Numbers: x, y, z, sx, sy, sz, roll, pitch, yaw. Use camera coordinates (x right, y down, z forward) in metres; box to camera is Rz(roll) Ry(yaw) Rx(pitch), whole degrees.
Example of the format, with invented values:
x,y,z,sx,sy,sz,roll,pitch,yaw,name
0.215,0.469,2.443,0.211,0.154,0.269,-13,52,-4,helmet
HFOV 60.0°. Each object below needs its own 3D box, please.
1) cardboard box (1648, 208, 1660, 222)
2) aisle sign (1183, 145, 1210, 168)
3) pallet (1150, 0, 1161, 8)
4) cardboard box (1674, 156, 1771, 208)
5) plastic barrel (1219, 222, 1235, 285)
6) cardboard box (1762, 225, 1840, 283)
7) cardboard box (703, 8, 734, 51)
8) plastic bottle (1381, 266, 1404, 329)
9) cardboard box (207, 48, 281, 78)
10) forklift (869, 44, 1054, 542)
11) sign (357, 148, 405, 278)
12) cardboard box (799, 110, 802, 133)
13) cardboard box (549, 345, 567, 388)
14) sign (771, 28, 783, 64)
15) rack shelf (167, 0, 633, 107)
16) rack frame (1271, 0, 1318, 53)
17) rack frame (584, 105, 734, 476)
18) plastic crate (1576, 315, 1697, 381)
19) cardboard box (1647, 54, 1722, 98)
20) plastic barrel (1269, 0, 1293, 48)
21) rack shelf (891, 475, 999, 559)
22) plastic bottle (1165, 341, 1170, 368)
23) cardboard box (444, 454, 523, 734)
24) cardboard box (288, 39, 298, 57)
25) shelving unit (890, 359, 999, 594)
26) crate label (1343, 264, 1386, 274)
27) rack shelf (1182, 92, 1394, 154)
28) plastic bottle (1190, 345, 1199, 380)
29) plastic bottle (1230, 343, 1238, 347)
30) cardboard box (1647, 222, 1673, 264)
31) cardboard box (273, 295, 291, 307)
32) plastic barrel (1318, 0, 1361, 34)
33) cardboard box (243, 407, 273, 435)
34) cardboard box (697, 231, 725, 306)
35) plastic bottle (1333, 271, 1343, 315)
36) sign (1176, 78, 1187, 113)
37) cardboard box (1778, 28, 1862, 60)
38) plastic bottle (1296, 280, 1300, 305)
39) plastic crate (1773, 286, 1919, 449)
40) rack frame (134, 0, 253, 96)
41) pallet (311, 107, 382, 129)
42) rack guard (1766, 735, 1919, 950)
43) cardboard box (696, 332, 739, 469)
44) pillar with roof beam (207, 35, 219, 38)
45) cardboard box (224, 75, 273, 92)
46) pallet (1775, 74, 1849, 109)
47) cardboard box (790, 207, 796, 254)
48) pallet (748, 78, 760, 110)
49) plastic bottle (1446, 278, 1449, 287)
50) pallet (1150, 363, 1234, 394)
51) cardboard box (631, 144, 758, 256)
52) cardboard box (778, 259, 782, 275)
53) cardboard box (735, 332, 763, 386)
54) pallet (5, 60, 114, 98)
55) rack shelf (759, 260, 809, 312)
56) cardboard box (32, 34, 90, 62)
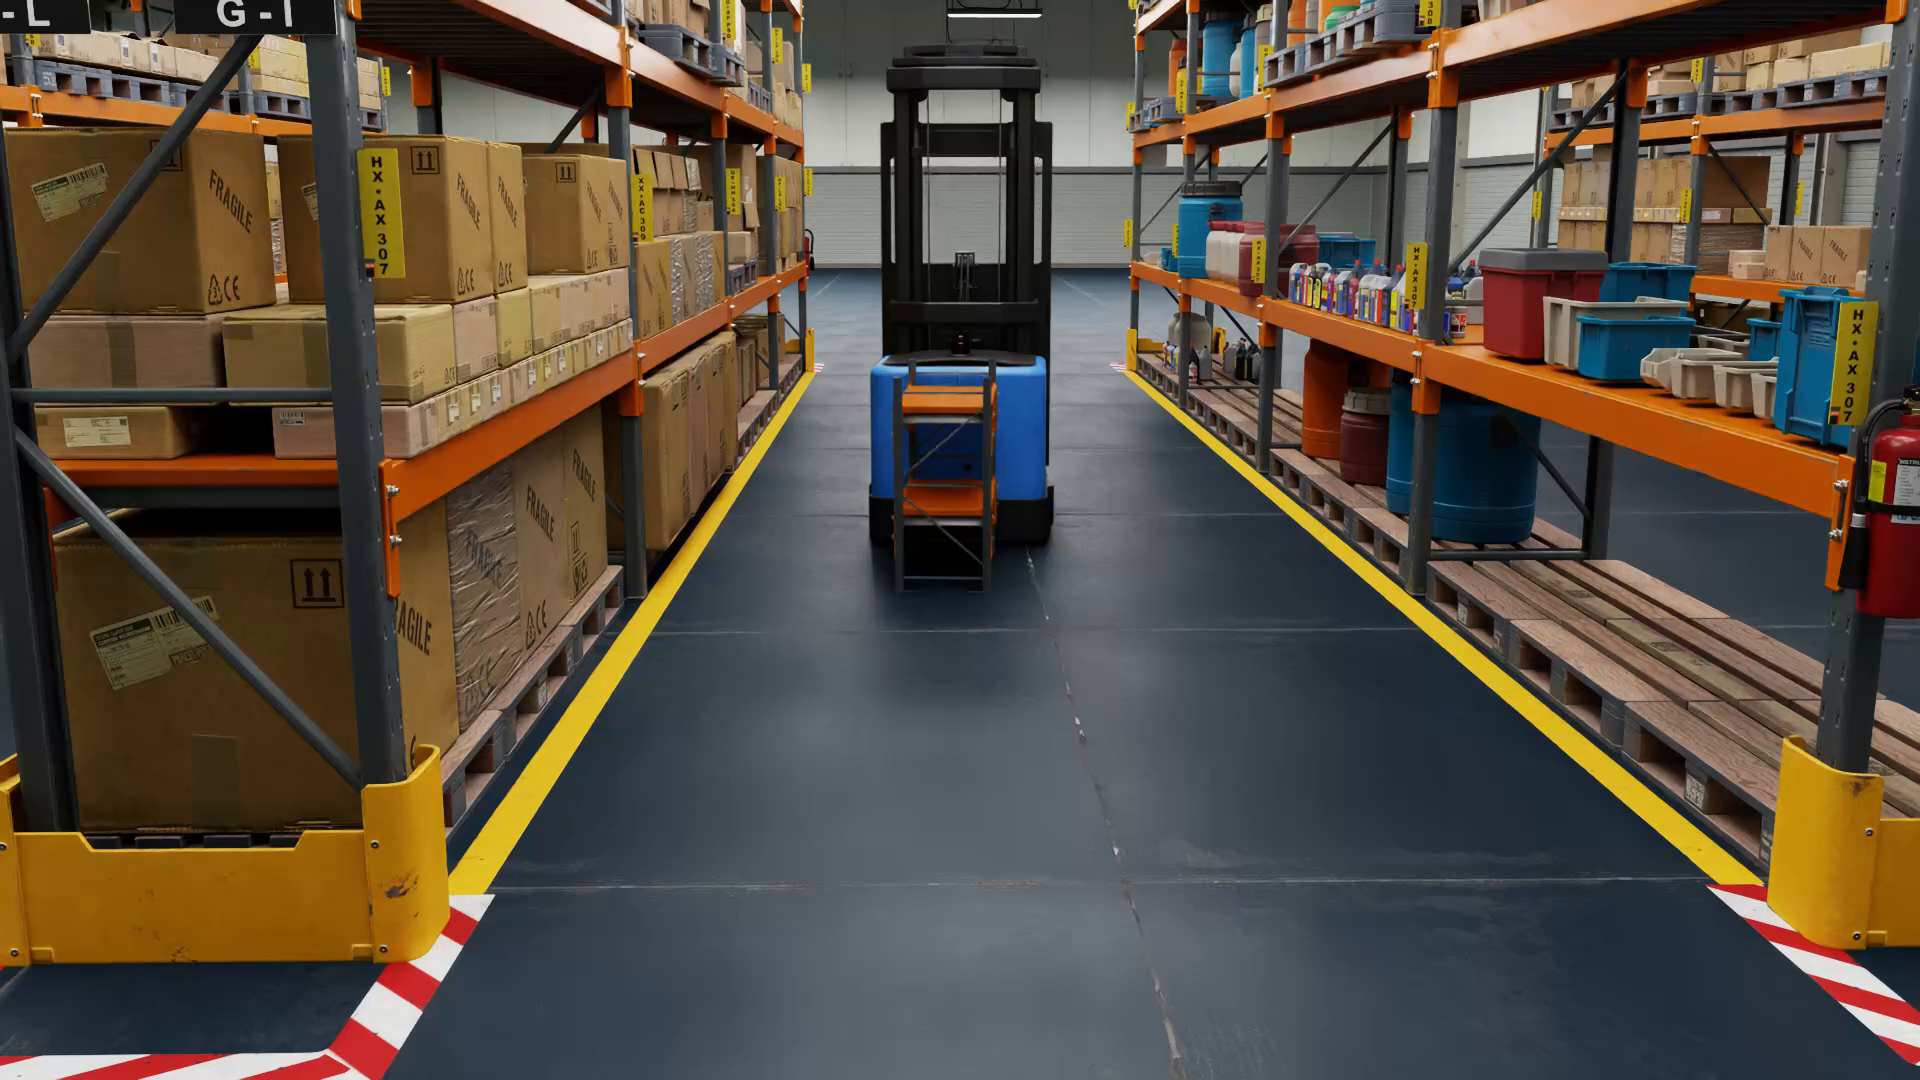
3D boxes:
x,y,z,sx,sy,sz,roll,pitch,yaw,name
7.383,-3.370,17.245,0.380,0.149,0.250,0,11,-1,cardboard box
2.880,-4.862,19.941,0.394,0.787,0.004,0,11,-1,aisle sign
2.594,-5.836,17.672,1.003,0.211,1.213,0,11,-1,pallet
7.604,-3.570,16.596,0.700,0.500,0.500,0,11,-1,cardboard box
2.483,-2.507,14.530,0.433,0.535,0.433,0,11,0,plastic barrel
7.630,-2.588,15.022,0.500,0.500,0.500,1,11,3,cardboard box
-1.954,-3.820,12.292,0.500,0.500,0.500,0,11,-1,cardboard box
2.483,-1.381,9.445,0.144,0.351,0.185,0,11,-1,plastic bottle
-6.976,-4.652,16.222,0.500,0.250,0.500,0,11,-1,cardboard box
0.053,-1.670,10.917,1.130,2.935,3.031,1,11,3,forklift
-1.482,-0.836,4.257,0.100,0.325,0.005,0,11,-1,sign
-2.103,-4.854,19.272,0.500,0.250,0.500,0,11,0,cardboard box
-1.754,-0.678,6.489,0.380,0.149,0.250,0,11,0,cardboard box
-1.730,-4.676,15.730,0.100,0.325,0.005,0,11,-1,sign
-2.078,-1.887,6.079,1.077,0.370,4.000,0,11,-1,rack shelf
2.750,-4.922,11.688,1.000,3.000,0.127,0,11,-1,rack frame
-2.202,-1.962,12.184,1.000,3.000,0.127,0,11,-1,rack frame
2.617,-0.746,6.464,0.416,0.233,0.300,0,11,-1,plastic crate
7.712,-4.920,17.553,0.797,0.503,0.637,1,12,5,cardboard box
2.922,-4.133,14.080,0.600,0.901,0.708,0,11,-1,plastic barrel
-0.067,-0.137,9.136,0.538,0.278,1.000,1,11,3,rack shelf
2.297,-2.050,18.345,0.061,0.283,0.133,0,11,0,plastic bottle
-2.149,0.156,6.032,0.875,0.875,0.875,0,11,-1,cardboard box
-6.930,-4.974,16.808,0.380,0.149,0.250,0,11,-2,cardboard box
-0.067,-0.377,9.087,0.538,1.125,1.048,1,11,3,shelving unit
3.116,-1.985,12.722,0.303,0.233,0.416,0,11,-1,crate label
2.709,-3.497,14.018,1.077,0.370,4.000,0,11,-1,rack shelf
2.366,-1.821,17.049,0.144,0.351,0.185,-1,11,-3,plastic bottle
3.039,-2.040,18.312,0.152,0.276,0.135,0,11,-1,plastic bottle
7.587,-3.039,17.242,0.700,0.500,0.500,0,11,-2,cardboard box
-2.322,-0.640,5.298,0.500,0.250,0.500,0,11,-2,cardboard box
2.759,-3.756,11.346,0.600,0.830,0.708,0,11,-1,plastic barrel
-2.384,-0.420,5.215,0.380,0.149,0.250,0,11,-1,cardboard box
-1.944,-1.914,11.696,0.500,0.500,0.500,0,11,1,cardboard box
2.435,-1.579,10.621,0.097,0.271,0.097,0,11,0,plastic bottle
2.117,-4.252,15.905,0.100,0.325,0.005,0,11,-1,sign
7.628,-4.531,14.738,0.500,0.500,0.500,1,12,4,cardboard box
2.413,-1.755,11.664,0.097,0.201,0.097,0,11,0,plastic bottle
2.722,-0.504,4.761,0.616,0.435,0.499,0,11,-1,plastic crate
-7.246,-5.697,15.506,1.000,3.000,0.127,0,11,-1,rack frame
-7.302,-4.831,19.006,1.003,0.211,1.213,0,11,-1,pallet
2.929,0.838,4.671,1.175,0.500,0.348,0,11,-1,rack guard
-2.208,-0.989,11.677,1.225,0.875,0.875,-1,11,-4,cardboard box
-14.316,-11.077,42.024,9.100,9.000,0.548,0,11,-1,pillar with roof beam
-6.913,-4.432,16.141,0.380,0.149,0.250,0,11,-2,cardboard box
7.573,-3.736,13.861,1.003,0.211,1.213,0,11,1,pallet
-2.286,-3.439,18.466,0.875,0.500,0.500,0,11,-1,cardboard box
-2.354,-3.806,14.201,1.213,0.211,1.003,0,11,-1,pallet
3.068,-1.582,10.605,0.061,0.283,0.133,0,11,-1,plastic bottle
2.667,-1.787,18.339,1.003,0.211,1.213,0,11,-1,pallet
-2.408,-3.098,15.221,1.000,1.000,1.000,0,11,-1,cardboard box
-1.980,-2.727,16.591,0.380,0.149,0.250,0,11,-1,cardboard box
-2.253,-1.817,16.703,0.500,0.500,0.500,-1,11,-3,cardboard box
-7.229,-3.467,12.533,1.213,0.211,1.003,0,11,1,pallet
-2.326,-2.802,18.135,1.077,0.370,4.000,0,11,-1,rack shelf
-6.958,-3.787,12.556,0.500,0.311,0.500,0,11,-1,cardboard box
